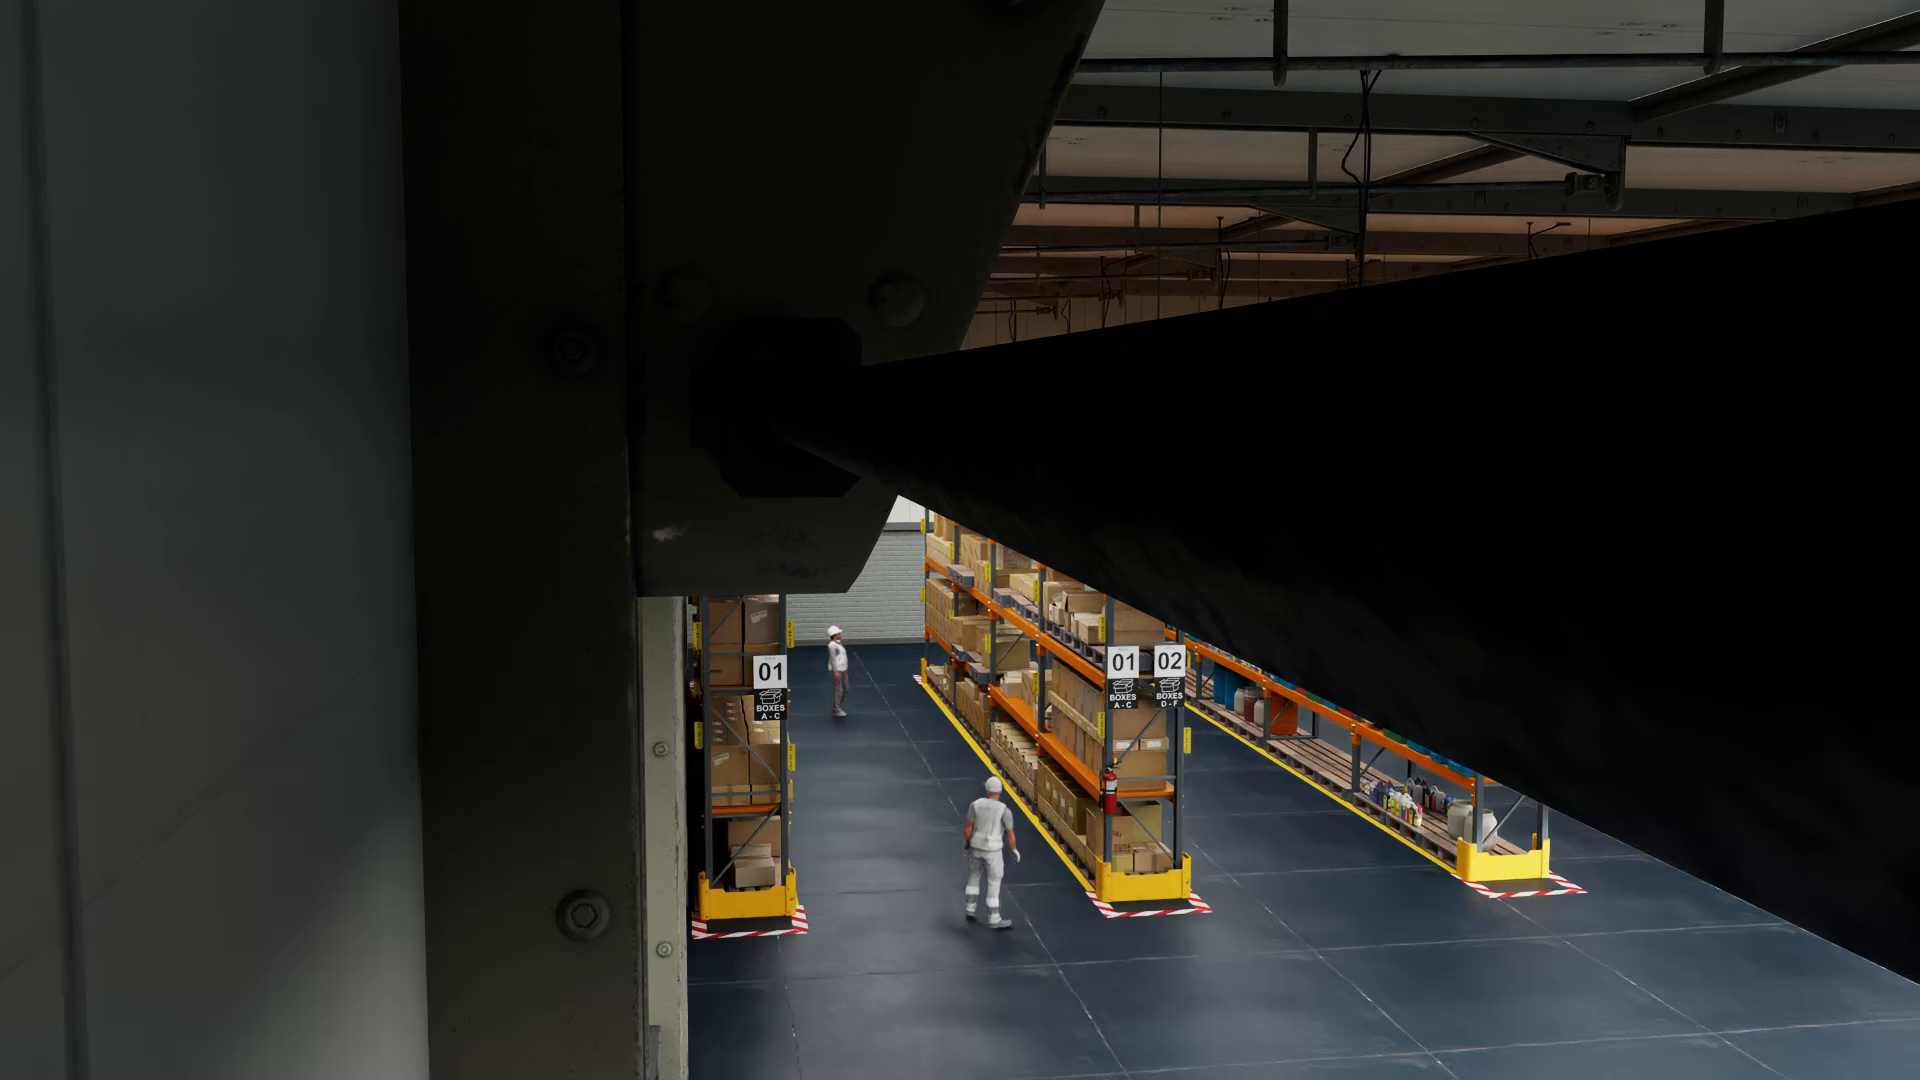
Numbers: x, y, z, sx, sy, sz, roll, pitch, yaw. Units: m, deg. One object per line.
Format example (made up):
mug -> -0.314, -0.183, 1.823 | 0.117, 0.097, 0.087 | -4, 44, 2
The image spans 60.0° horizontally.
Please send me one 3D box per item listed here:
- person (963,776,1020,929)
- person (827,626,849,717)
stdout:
person -> 0.345, 3.707, 19.862 | 0.674, 1.811, 0.482 | 3, 6, 31
person -> -2.398, 2.584, 32.784 | 0.455, 1.795, 0.608 | 1, 5, 14
